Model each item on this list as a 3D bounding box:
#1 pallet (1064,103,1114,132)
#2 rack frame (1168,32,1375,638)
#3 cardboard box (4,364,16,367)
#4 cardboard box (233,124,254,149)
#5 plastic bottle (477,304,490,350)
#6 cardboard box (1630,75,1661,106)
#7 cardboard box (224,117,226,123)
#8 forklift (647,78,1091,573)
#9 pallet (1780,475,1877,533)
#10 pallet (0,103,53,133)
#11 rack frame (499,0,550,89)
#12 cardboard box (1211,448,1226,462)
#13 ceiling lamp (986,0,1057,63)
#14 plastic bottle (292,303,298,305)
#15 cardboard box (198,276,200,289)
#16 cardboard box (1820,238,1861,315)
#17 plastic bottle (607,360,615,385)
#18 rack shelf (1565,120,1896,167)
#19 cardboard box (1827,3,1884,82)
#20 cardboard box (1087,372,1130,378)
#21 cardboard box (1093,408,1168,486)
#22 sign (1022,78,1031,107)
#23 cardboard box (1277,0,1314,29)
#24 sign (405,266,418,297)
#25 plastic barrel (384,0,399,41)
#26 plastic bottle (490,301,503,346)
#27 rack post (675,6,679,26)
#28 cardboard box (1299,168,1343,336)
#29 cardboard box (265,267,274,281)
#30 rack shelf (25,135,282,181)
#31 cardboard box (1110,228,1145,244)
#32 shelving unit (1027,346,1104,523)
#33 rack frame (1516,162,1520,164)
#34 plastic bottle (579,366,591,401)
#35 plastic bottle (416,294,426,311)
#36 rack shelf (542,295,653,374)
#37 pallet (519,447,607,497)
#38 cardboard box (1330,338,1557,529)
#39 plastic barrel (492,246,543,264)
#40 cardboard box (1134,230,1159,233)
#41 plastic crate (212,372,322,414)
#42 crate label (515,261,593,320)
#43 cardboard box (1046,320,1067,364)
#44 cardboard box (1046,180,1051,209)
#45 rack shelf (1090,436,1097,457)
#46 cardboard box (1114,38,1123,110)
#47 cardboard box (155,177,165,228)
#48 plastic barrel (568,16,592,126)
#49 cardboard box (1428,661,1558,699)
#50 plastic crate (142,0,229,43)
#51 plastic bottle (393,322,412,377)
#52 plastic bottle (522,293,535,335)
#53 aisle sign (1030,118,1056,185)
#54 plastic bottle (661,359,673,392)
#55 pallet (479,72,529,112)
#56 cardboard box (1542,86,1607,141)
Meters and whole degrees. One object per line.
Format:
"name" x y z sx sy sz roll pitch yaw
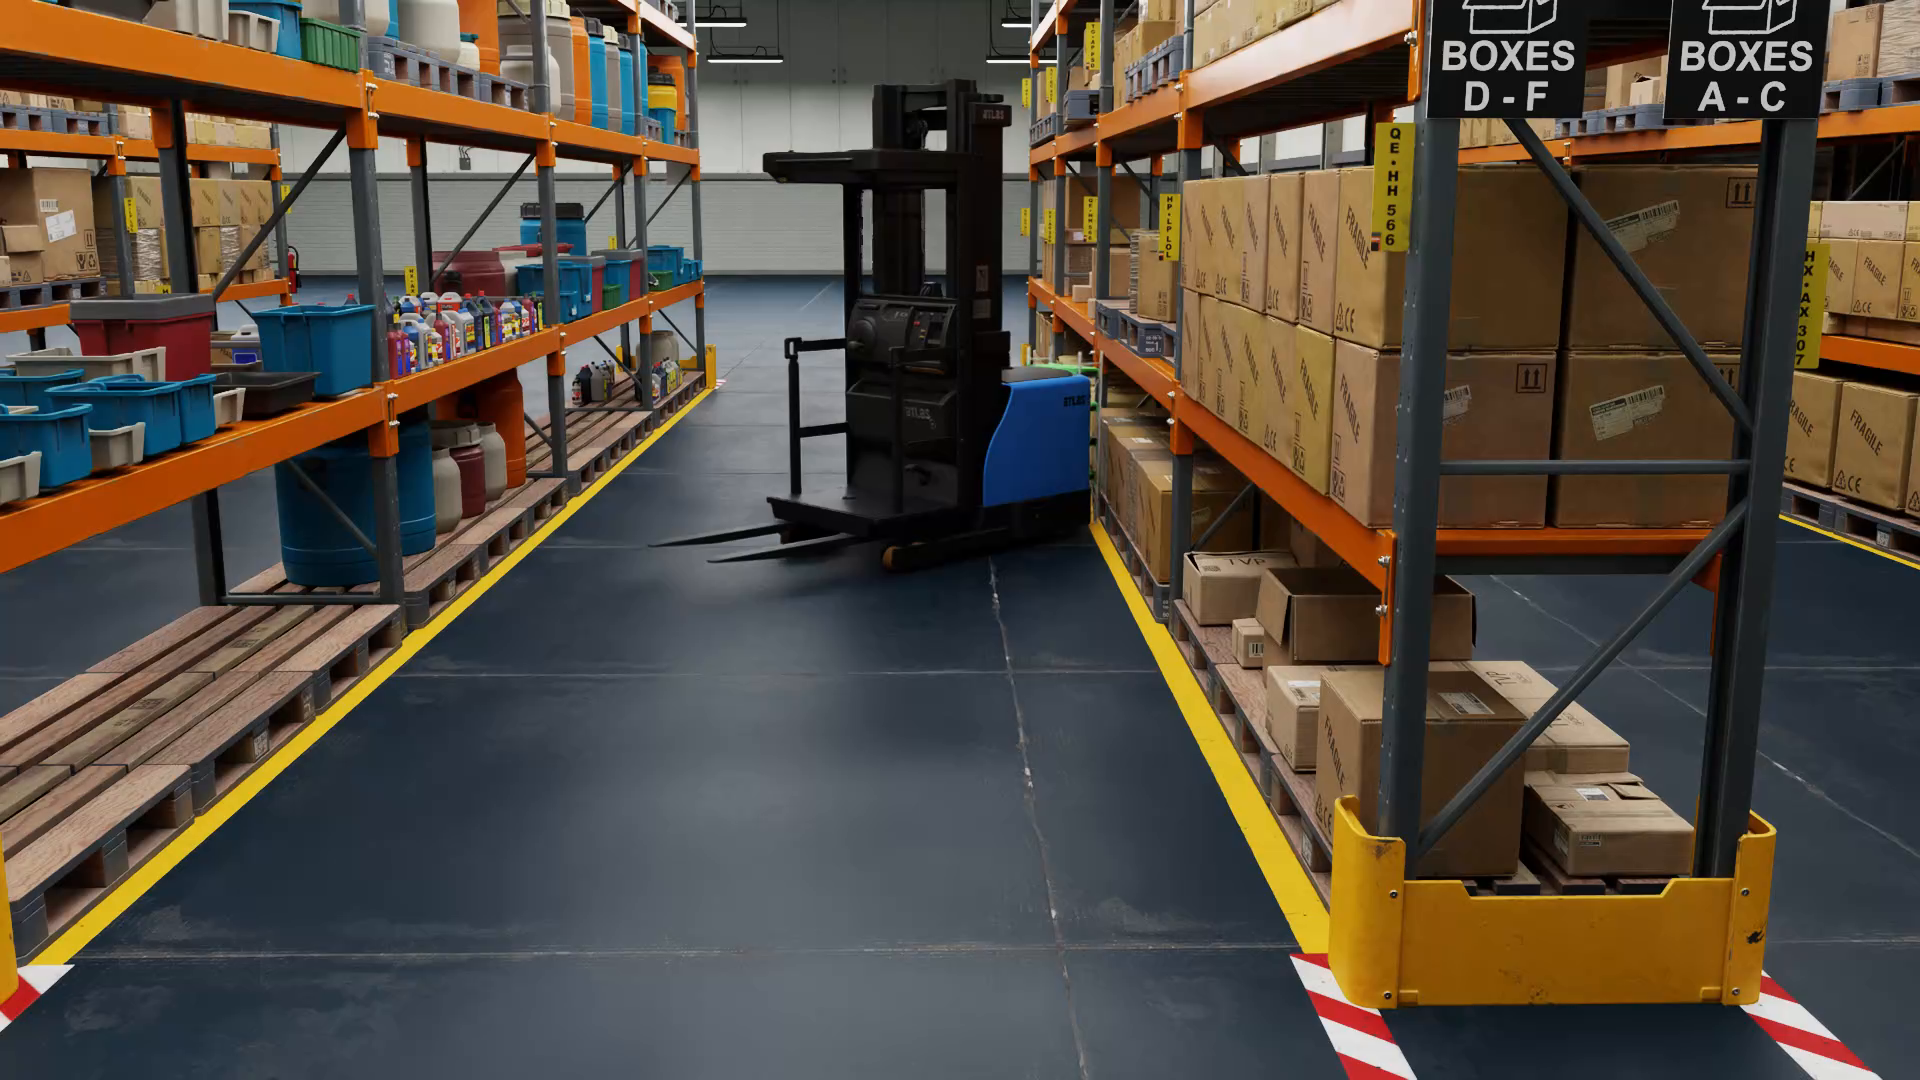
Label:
"pallet" 1.378 -3.511 13.752 1.003 0.211 1.213 0 11 1
"rack frame" 1.590 -0.982 8.353 1.000 3.000 0.127 0 11 -1
"cardboard box" -8.488 -1.400 15.598 0.700 0.500 0.500 -1 12 -6
"cardboard box" -8.285 -4.530 18.675 0.500 0.250 0.500 0 11 -1
"plastic bottle" -2.980 -1.331 10.368 0.061 0.283 0.133 0 11 -1
"cardboard box" 6.322 -3.994 14.824 0.500 0.311 0.500 0 11 1
"cardboard box" -8.331 -4.659 18.312 0.380 0.149 0.250 0 11 0
"forklift" -0.526 -1.351 10.347 3.031 2.935 1.130 -11 16 -43
"pallet" 6.401 -0.274 11.880 1.003 0.211 1.213 0 11 -1
"pallet" -8.548 -3.581 14.092 1.213 0.211 1.003 0 11 -1
"rack frame" -3.445 -4.697 11.579 1.000 3.000 0.127 0 11 -1
"cardboard box" 1.799 -0.275 10.049 0.500 0.500 0.500 0 11 0
"ceiling lamp" 1.675 -14.228 43.878 2.000 3.185 0.800 0 11 -1
"plastic bottle" -3.712 -1.156 9.337 0.144 0.351 0.185 0 11 -1
"cardboard box" -8.233 -2.701 17.461 0.380 0.149 0.250 0 11 -1
"cardboard box" 6.216 -1.801 11.341 0.500 0.500 0.500 0 11 1
"plastic bottle" -3.884 -1.864 18.459 0.097 0.271 0.097 0 11 0
"rack shelf" 6.419 -3.313 14.110 1.077 0.370 4.000 0 11 -1
"cardboard box" 6.527 -3.438 11.560 0.700 0.500 0.500 -1 12 -6
"cardboard box" 1.218 -1.316 14.451 0.500 0.311 0.500 0 11 0
"cardboard box" 1.231 -0.676 12.026 0.500 0.500 0.500 0 11 1
"sign" 0.787 -5.303 19.713 0.100 0.325 0.005 0 11 -1
"cardboard box" 1.376 -1.883 5.628 0.500 0.250 0.500 0 11 -1
"sign" -3.995 -1.833 12.142 0.100 0.325 0.005 0 11 -1
"plastic barrel" -3.550 -3.222 9.536 0.600 0.901 0.708 0 11 -1
"plastic bottle" -2.986 -1.394 10.680 0.061 0.283 0.133 0 11 -1
"rack post" -3.722 -5.892 18.725 0.937 0.300 0.954 1 12 5
"cardboard box" 1.378 -0.913 5.250 0.500 0.500 0.500 0 11 0
"cardboard box" -8.350 -3.148 19.664 0.380 0.149 0.250 0 11 -1
"rack shelf" -8.521 -4.047 17.728 1.077 0.370 4.000 0 11 -1
"cardboard box" 1.613 -2.993 16.385 0.380 0.149 0.250 0 11 -1
"shelving unit" 0.714 -0.735 11.636 0.258 1.200 0.503 -8 14 -43
"rack frame" 6.295 -3.388 20.215 1.000 3.000 0.127 0 11 -1
"plastic bottle" -3.829 -1.597 16.940 0.144 0.351 0.185 -1 11 -3
"plastic bottle" -3.784 -1.584 11.644 0.097 0.271 0.097 0 11 0
"rack shelf" -3.486 -1.802 14.207 1.077 0.370 4.000 0 11 -1
"pallet" -3.422 -0.545 13.213 1.003 0.211 1.213 0 11 -1
"cardboard box" 1.392 -0.323 4.857 0.500 0.500 0.500 0 11 1
"plastic barrel" -3.703 -2.196 13.997 0.433 0.535 0.433 0 11 0
"cardboard box" 1.633 -1.907 11.606 0.700 0.500 0.500 -4 12 -20
"plastic crate" -3.070 -0.635 7.187 0.437 0.125 0.590 0 11 -1
"crate label" -3.195 -1.973 13.151 0.502 0.435 0.616 0 11 -1
"cardboard box" 1.184 -2.088 17.779 0.500 0.500 0.500 0 11 -1
"cardboard box" 1.357 -3.844 18.948 0.700 0.500 0.500 -1 11 -3
"rack shelf" 0.713 -0.672 11.648 0.258 0.148 0.480 -8 14 -43
"cardboard box" 1.550 -3.209 11.538 0.910 0.500 0.500 0 11 -1
"cardboard box" -8.246 -3.407 16.792 0.500 0.500 0.500 0 11 -1
"plastic barrel" -3.258 -3.732 13.285 0.600 0.830 0.708 0 11 -1
"cardboard box" 1.925 0.637 6.182 0.500 0.250 0.500 0 11 -1
"plastic crate" -3.017 -2.021 6.229 0.437 0.282 0.530 0 11 -1
"plastic bottle" -2.946 -1.006 8.767 0.061 0.283 0.133 0 11 -1
"plastic bottle" -3.005 -1.575 11.574 0.061 0.283 0.133 0 11 -1
"aisle sign" 1.035 -4.653 19.911 0.394 0.787 0.004 0 11 -1
"plastic bottle" -3.142 -1.754 17.716 0.144 0.351 0.185 0 11 -2
"pallet" -3.527 -2.982 11.145 1.003 0.211 1.213 0 11 -1
"cardboard box" 6.120 -4.222 16.478 0.500 0.500 0.500 0 11 0
